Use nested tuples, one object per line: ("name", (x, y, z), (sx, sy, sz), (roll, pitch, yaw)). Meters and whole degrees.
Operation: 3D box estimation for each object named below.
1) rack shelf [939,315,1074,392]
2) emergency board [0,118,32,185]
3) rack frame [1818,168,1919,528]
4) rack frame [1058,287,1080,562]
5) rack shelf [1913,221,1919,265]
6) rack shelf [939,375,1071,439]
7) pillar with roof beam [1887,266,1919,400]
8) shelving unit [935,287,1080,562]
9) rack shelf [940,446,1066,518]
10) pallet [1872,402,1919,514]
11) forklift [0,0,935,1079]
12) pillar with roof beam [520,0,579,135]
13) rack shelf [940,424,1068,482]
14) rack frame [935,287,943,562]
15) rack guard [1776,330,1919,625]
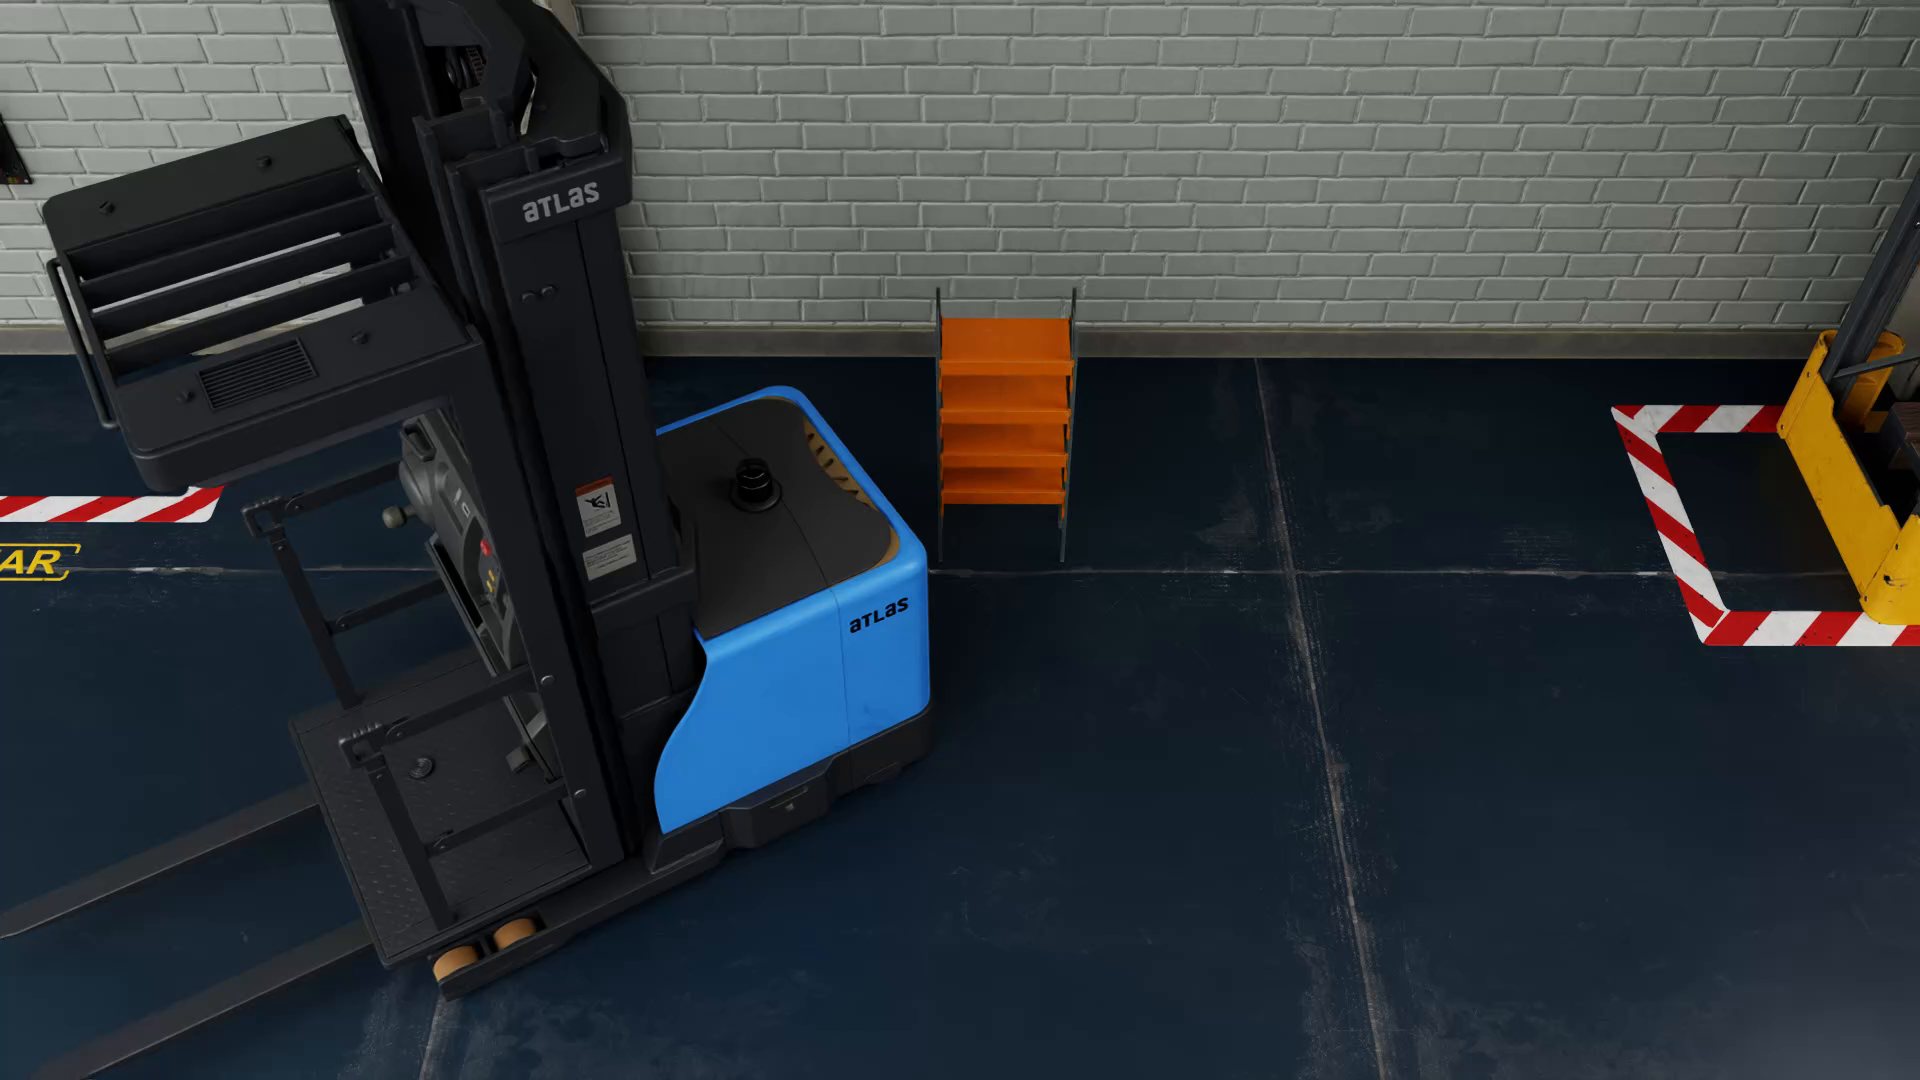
("rack shelf", (0.166, -0.676, 6.023), (0.480, 0.148, 0.258), (0, 47, 0))
("emergency board", (-4.138, -1.804, 6.380), (0.643, 1.169, 0.194), (0, 47, 0))
("rack frame", (3.629, -1.121, 5.745), (0.127, 3.000, 1.000), (0, 47, 0))
("rack frame", (0.410, -0.408, 6.310), (0.015, 1.200, 0.240), (0, 47, 0))
("rack shelf", (5.629, -0.871, 6.003), (4.000, 0.370, 1.077), (0, 47, 0))
("rack shelf", (0.166, -0.515, 6.196), (0.480, 0.148, 0.258), (0, 47, 0))
("pillar with roof beam", (4.317, -0.645, 1.203), (0.400, 9.000, 9.100), (0, 47, 0))
("shelving unit", (0.166, -0.408, 6.310), (0.503, 1.200, 0.258), (0, 47, 0))
("rack shelf", (0.166, -0.227, 6.505), (0.480, 0.148, 0.258), (0, 47, 0))
("pallet", (4.518, -0.143, 6.739), (1.213, 0.211, 1.003), (0, 47, 0))
("forklift", (-1.620, 0.024, 4.725), (3.031, 2.935, 1.130), (-24, 51, -20))
("pillar with roof beam", (-1.683, -0.662, 1.218), (0.400, 9.000, 9.100), (0, 47, 0))
("rack shelf", (0.166, -0.362, 6.360), (0.480, 0.148, 0.258), (0, 47, 0))
("rack frame", (-0.078, -0.409, 6.311), (0.015, 1.200, 0.240), (0, 47, 0))
("rack guard", (3.705, -0.269, 6.659), (0.348, 0.500, 1.175), (0, 47, 0))
